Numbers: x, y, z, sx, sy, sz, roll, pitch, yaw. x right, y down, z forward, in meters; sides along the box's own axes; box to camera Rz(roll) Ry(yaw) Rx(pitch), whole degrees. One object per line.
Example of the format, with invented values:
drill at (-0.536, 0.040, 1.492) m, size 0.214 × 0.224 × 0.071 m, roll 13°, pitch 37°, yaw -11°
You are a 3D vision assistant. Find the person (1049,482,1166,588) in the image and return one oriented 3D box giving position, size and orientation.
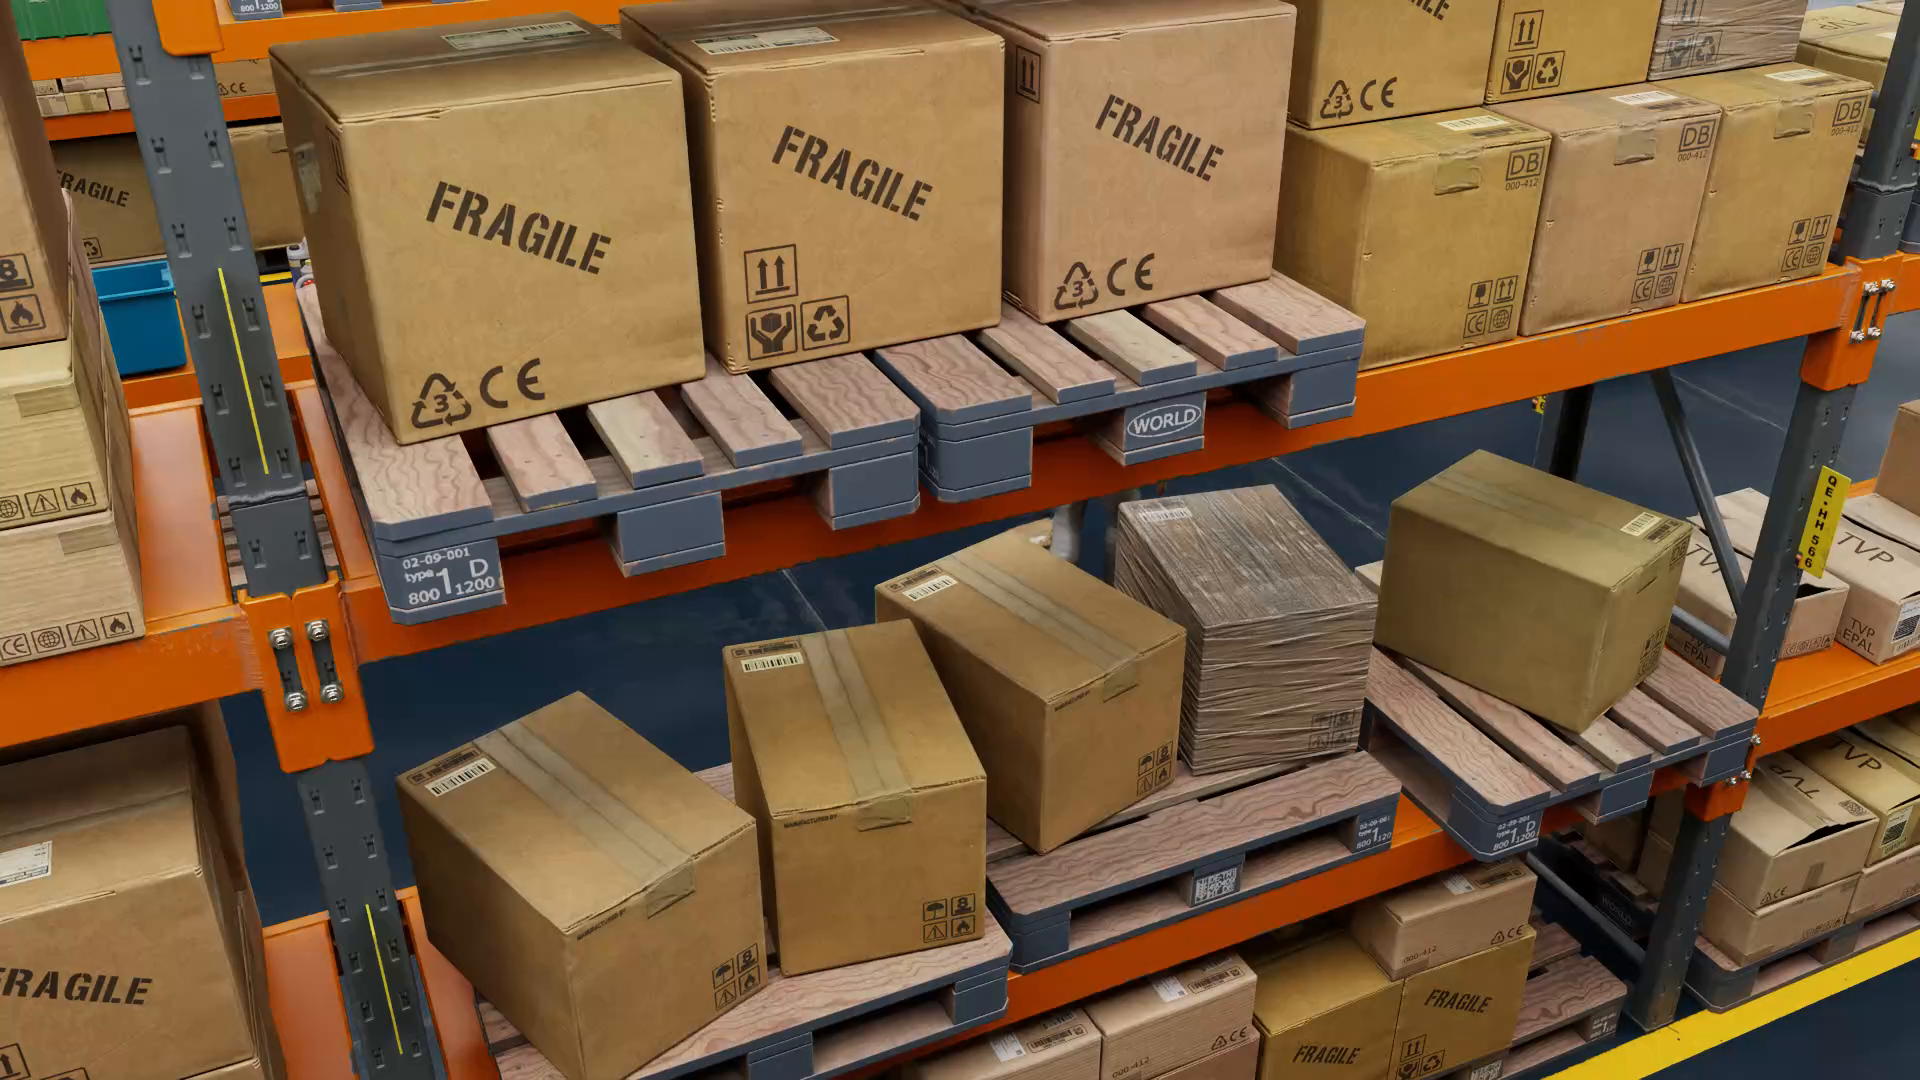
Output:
person at (0.682, -0.388, 7.807) m, size 0.610 × 1.656 × 0.625 m, roll 14°, pitch 33°, yaw 23°
